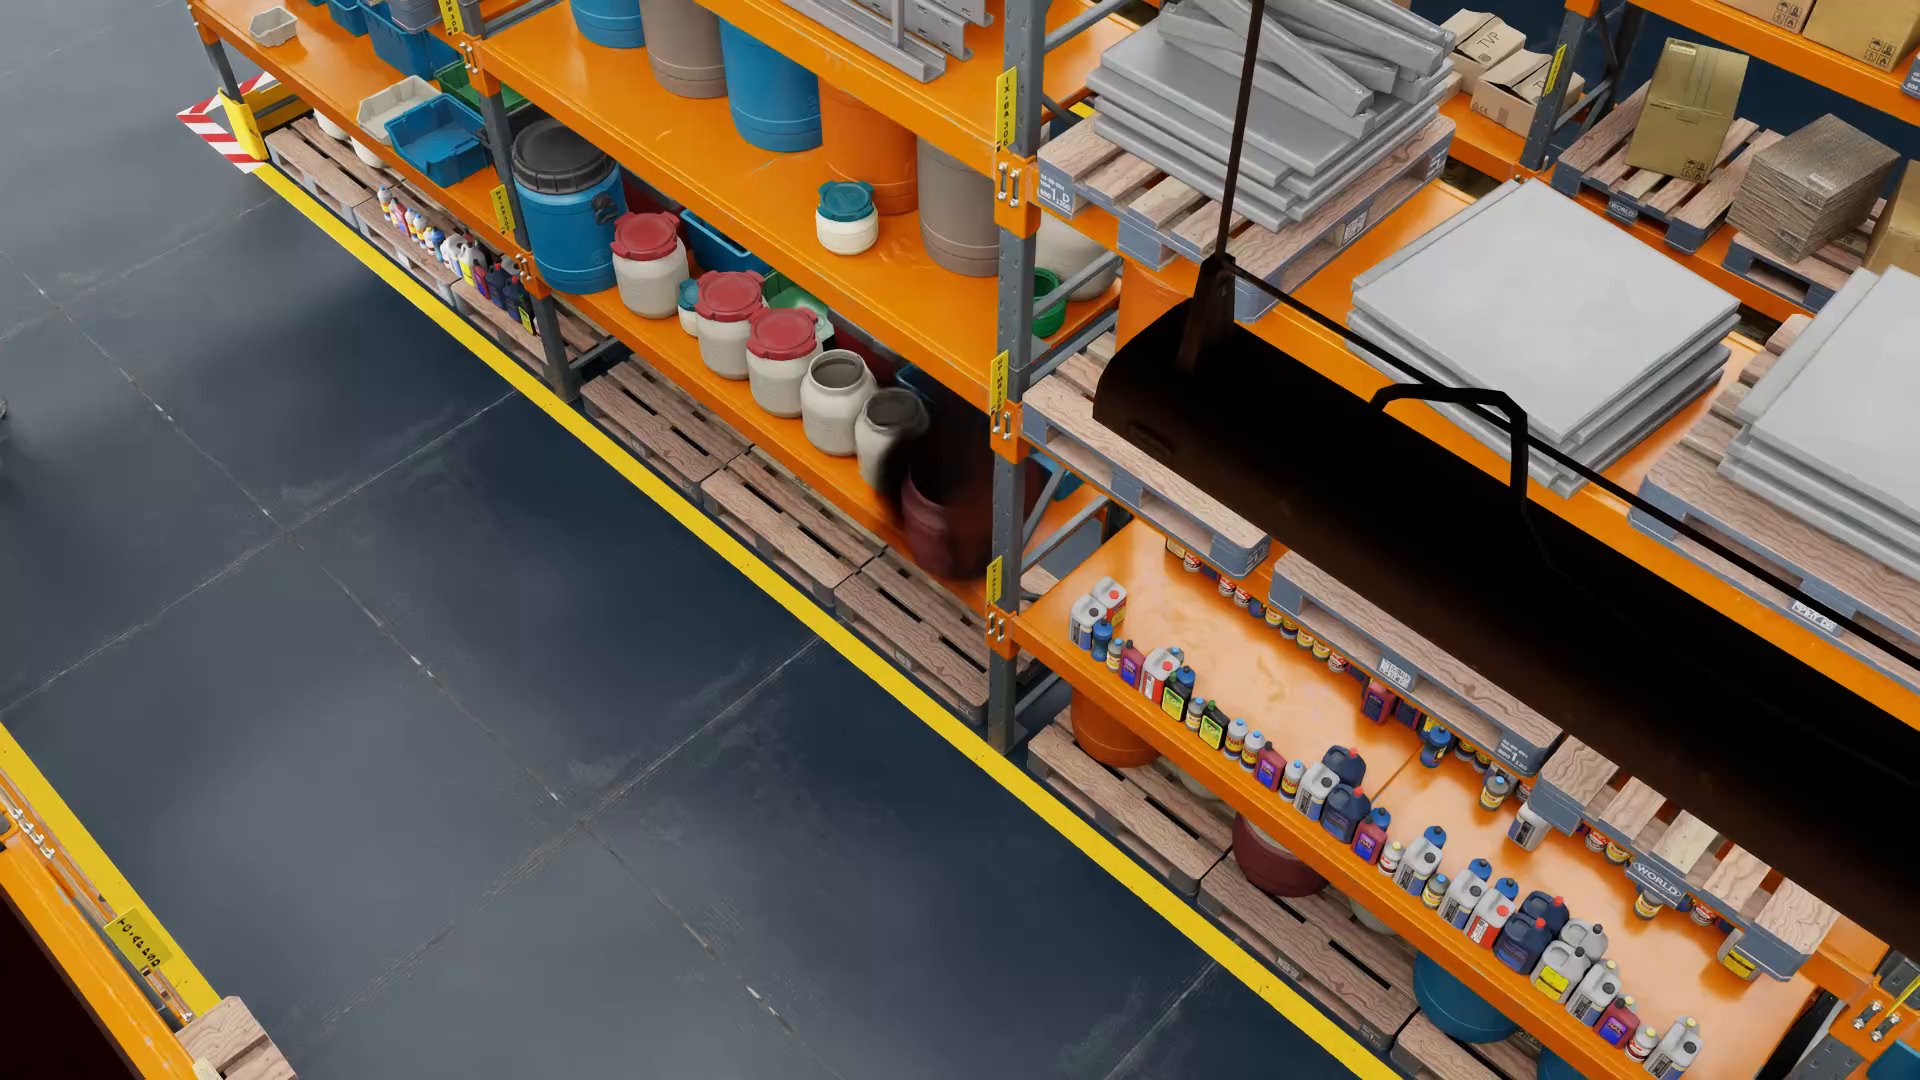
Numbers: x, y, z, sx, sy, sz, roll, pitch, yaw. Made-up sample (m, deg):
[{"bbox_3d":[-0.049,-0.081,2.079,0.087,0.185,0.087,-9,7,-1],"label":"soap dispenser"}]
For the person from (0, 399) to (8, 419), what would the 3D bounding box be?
[{"bbox_3d":[-6.588,-1.351,10.433,0.519,1.669,0.427,29,56,22],"label":"person"}]
